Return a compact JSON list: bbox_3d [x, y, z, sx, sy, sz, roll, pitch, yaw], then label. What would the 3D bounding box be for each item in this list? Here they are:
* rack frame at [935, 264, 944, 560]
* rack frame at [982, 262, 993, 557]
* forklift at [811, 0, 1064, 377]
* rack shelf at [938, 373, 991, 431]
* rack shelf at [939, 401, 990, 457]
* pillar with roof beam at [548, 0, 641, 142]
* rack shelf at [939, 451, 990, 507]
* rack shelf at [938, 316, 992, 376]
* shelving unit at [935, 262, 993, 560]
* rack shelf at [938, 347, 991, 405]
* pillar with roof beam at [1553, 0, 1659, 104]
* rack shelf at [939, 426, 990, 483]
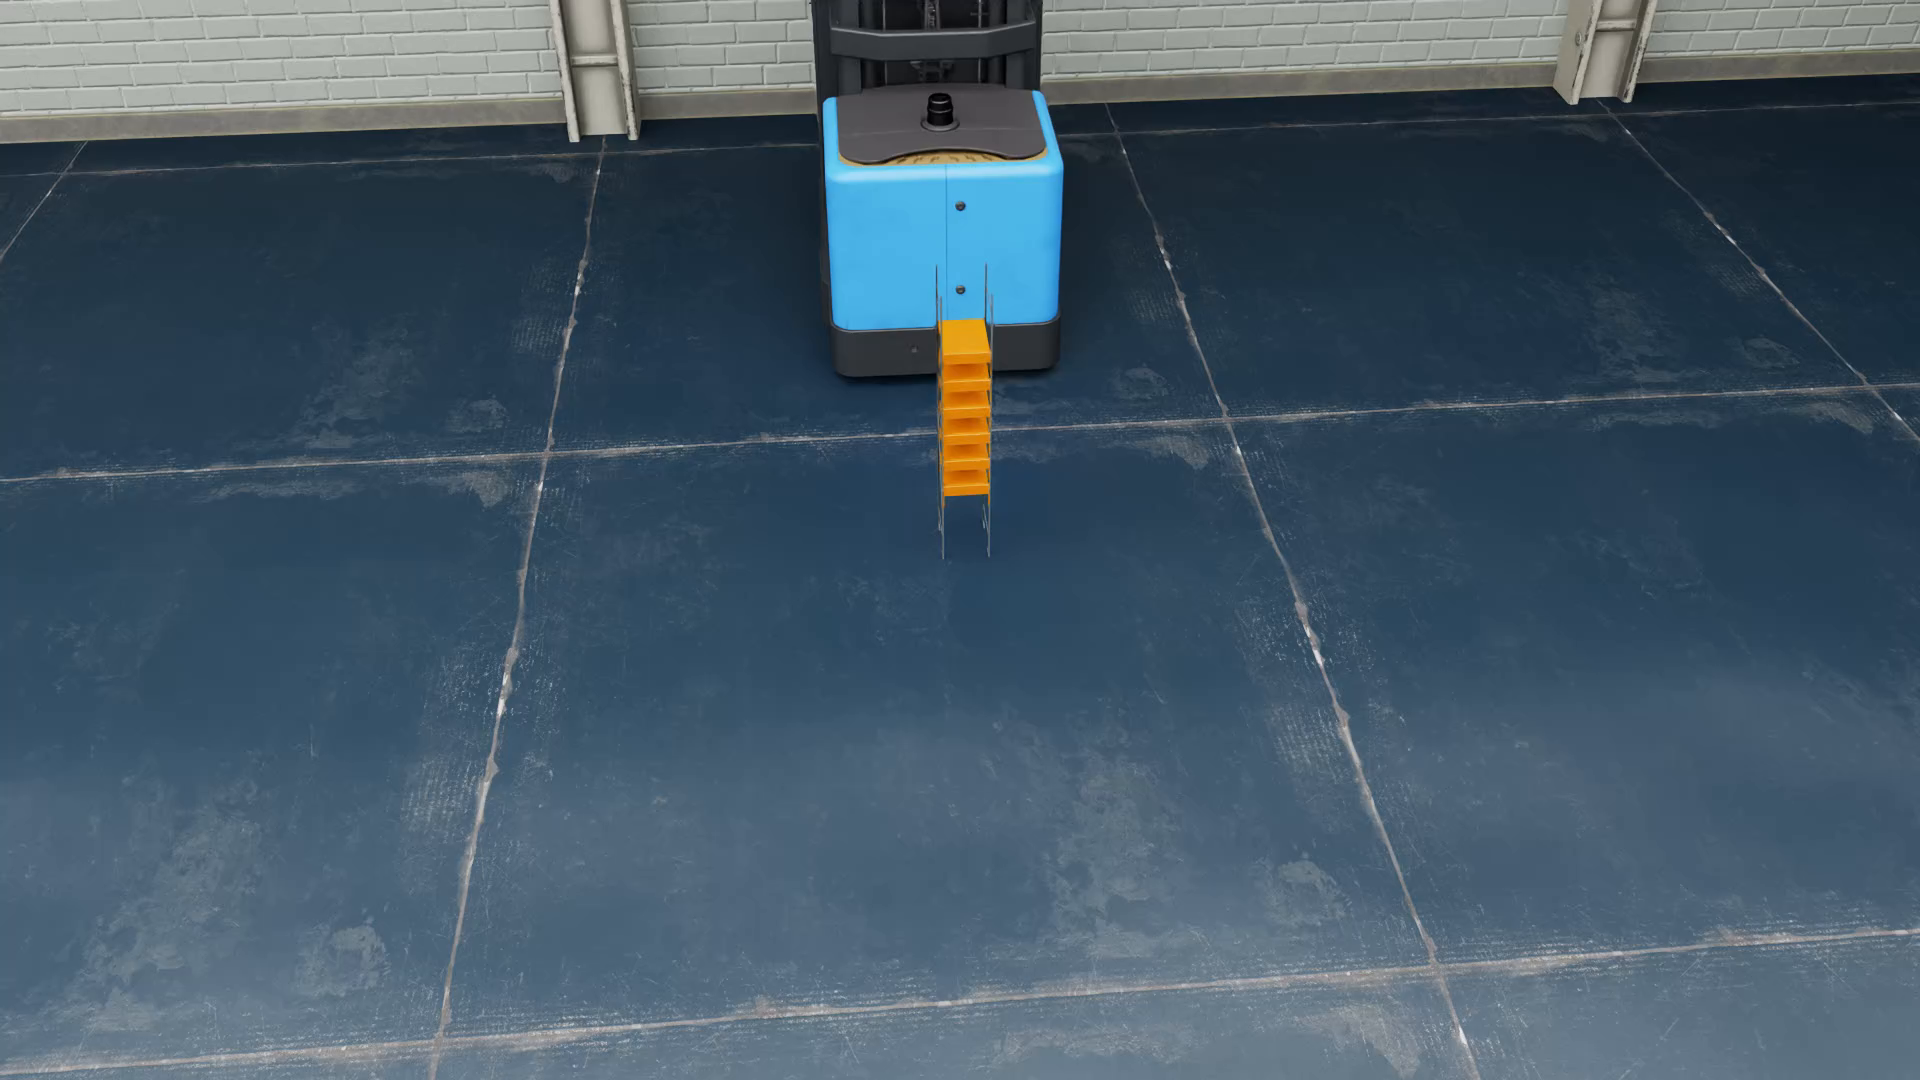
[{"bbox_3d":[-0.077,-0.467,6.373,0.006,1.200,0.240,-3,38,-4],"label":"rack frame"},{"bbox_3d":[0.106,-0.477,6.386,0.006,1.200,0.240,-3,38,-4],"label":"rack frame"},{"bbox_3d":[-0.174,-2.792,7.922,1.130,2.935,3.031,-3,38,-4],"label":"forklift"},{"bbox_3d":[0.014,-0.531,6.333,0.180,0.103,0.258,-3,38,-4],"label":"rack shelf"},{"bbox_3d":[0.014,-0.437,6.407,0.180,0.103,0.258,-3,38,-4],"label":"rack shelf"},{"bbox_3d":[-1.709,-3.301,3.669,0.400,9.000,9.100,-3,38,-4],"label":"pillar with roof beam"},{"bbox_3d":[0.014,-0.249,6.556,0.180,0.103,0.258,-3,38,-4],"label":"rack shelf"},{"bbox_3d":[0.014,-0.720,6.184,0.180,0.103,0.258,-3,38,-4],"label":"rack shelf"},{"bbox_3d":[0.014,-0.472,6.379,0.189,1.200,0.258,-3,38,-4],"label":"shelving unit"},{"bbox_3d":[0.014,-0.625,6.258,0.180,0.103,0.258,-3,38,-4],"label":"rack shelf"},{"bbox_3d":[4.267,-3.630,4.086,0.400,9.000,9.100,-3,38,-4],"label":"pillar with roof beam"},{"bbox_3d":[0.014,-0.343,6.481,0.180,0.103,0.258,-3,38,-4],"label":"rack shelf"}]
